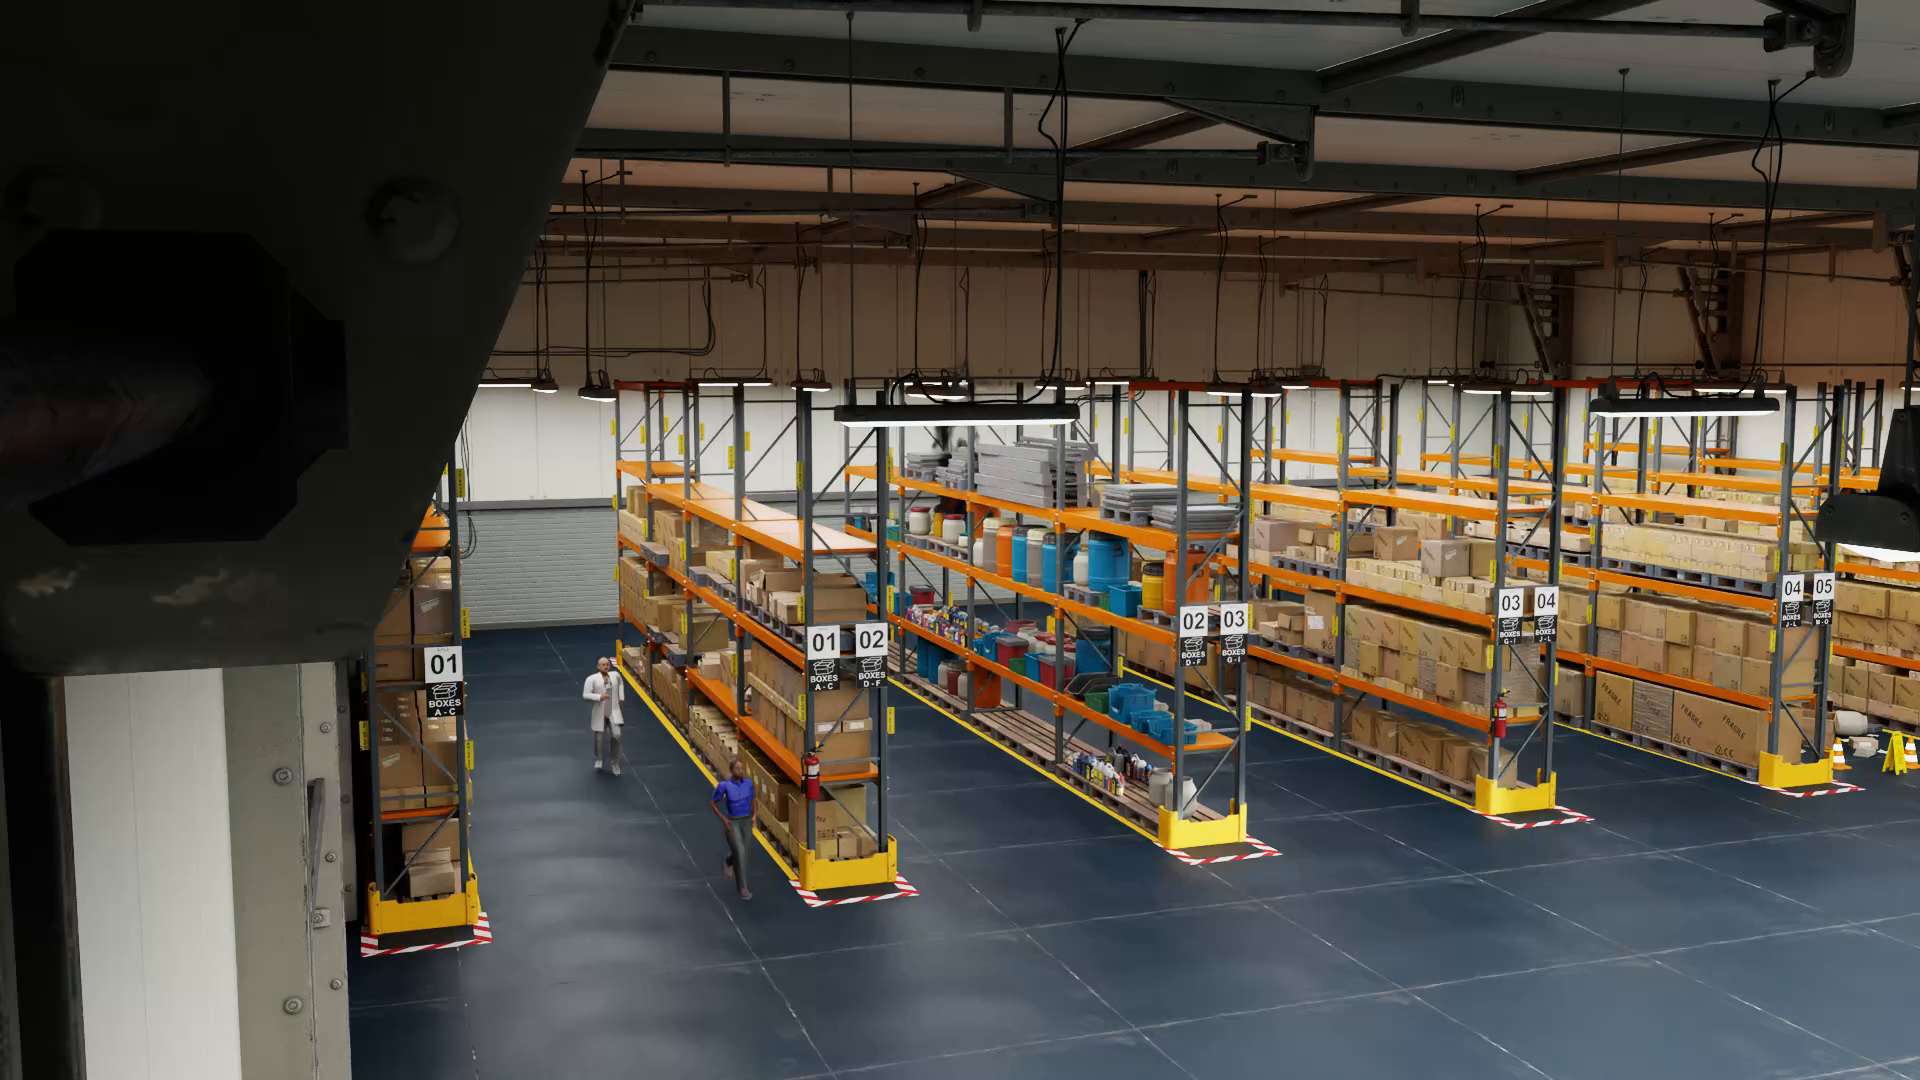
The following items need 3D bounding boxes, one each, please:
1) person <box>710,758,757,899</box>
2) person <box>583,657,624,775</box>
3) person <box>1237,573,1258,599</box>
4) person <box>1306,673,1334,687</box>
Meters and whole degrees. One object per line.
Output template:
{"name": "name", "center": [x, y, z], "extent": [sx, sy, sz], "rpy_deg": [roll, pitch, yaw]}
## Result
{"name": "person", "center": [-2.701, 3.426, 19.961], "extent": [0.592, 1.648, 0.749], "rpy_deg": [-4, 7, -36]}
{"name": "person", "center": [-5.500, 2.733, 25.759], "extent": [0.708, 1.856, 0.840], "rpy_deg": [-3, 7, -26]}
{"name": "person", "center": [7.225, 1.122, 41.466], "extent": [0.857, 1.770, 0.797], "rpy_deg": [0, 6, 2]}
{"name": "person", "center": [6.915, 2.091, 31.730], "extent": [0.640, 1.796, 0.890], "rpy_deg": [-2, 6, -19]}
